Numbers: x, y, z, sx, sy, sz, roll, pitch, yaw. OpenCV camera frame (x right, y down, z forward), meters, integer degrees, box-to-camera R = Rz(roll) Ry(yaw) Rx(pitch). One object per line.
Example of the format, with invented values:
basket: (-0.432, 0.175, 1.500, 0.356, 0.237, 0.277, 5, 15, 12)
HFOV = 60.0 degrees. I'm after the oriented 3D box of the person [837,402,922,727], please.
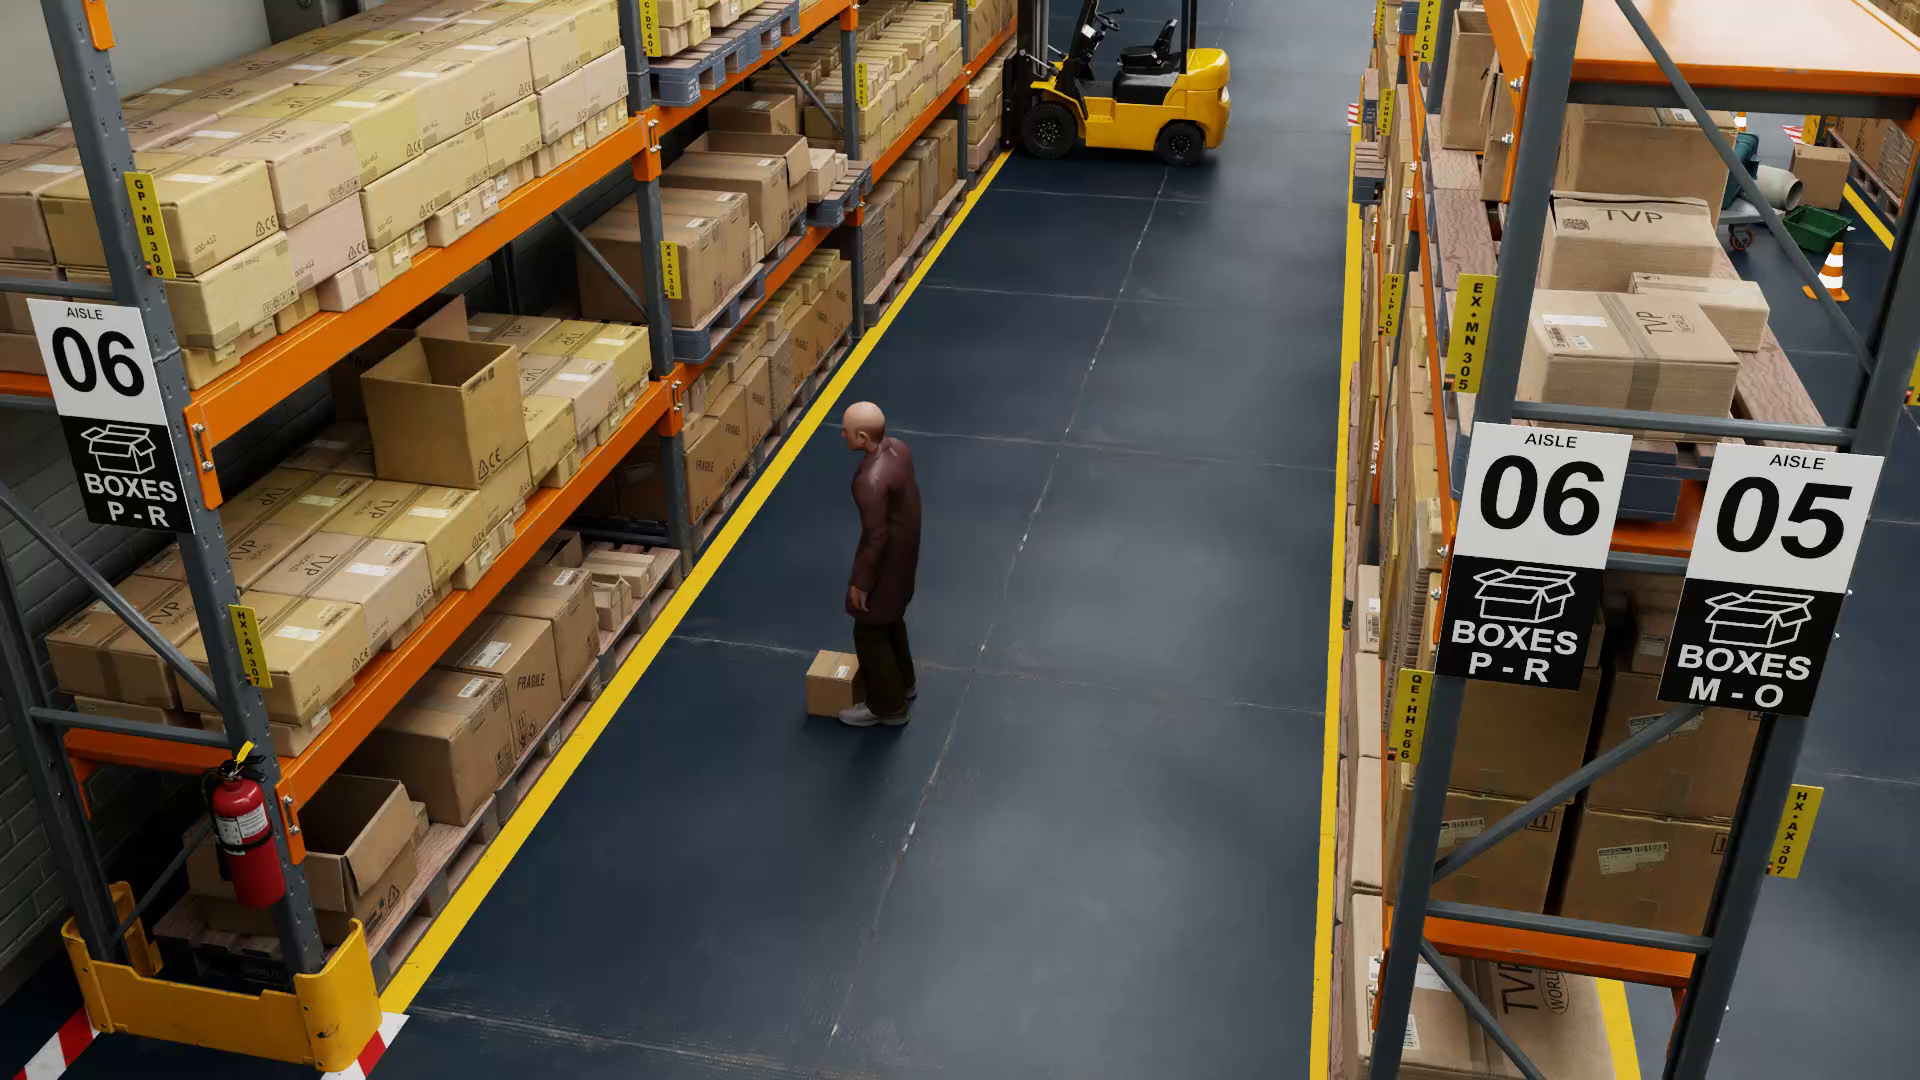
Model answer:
person: (-0.411, 0.116, 8.426, 0.428, 1.773, 0.643, 6, 29, 11)
